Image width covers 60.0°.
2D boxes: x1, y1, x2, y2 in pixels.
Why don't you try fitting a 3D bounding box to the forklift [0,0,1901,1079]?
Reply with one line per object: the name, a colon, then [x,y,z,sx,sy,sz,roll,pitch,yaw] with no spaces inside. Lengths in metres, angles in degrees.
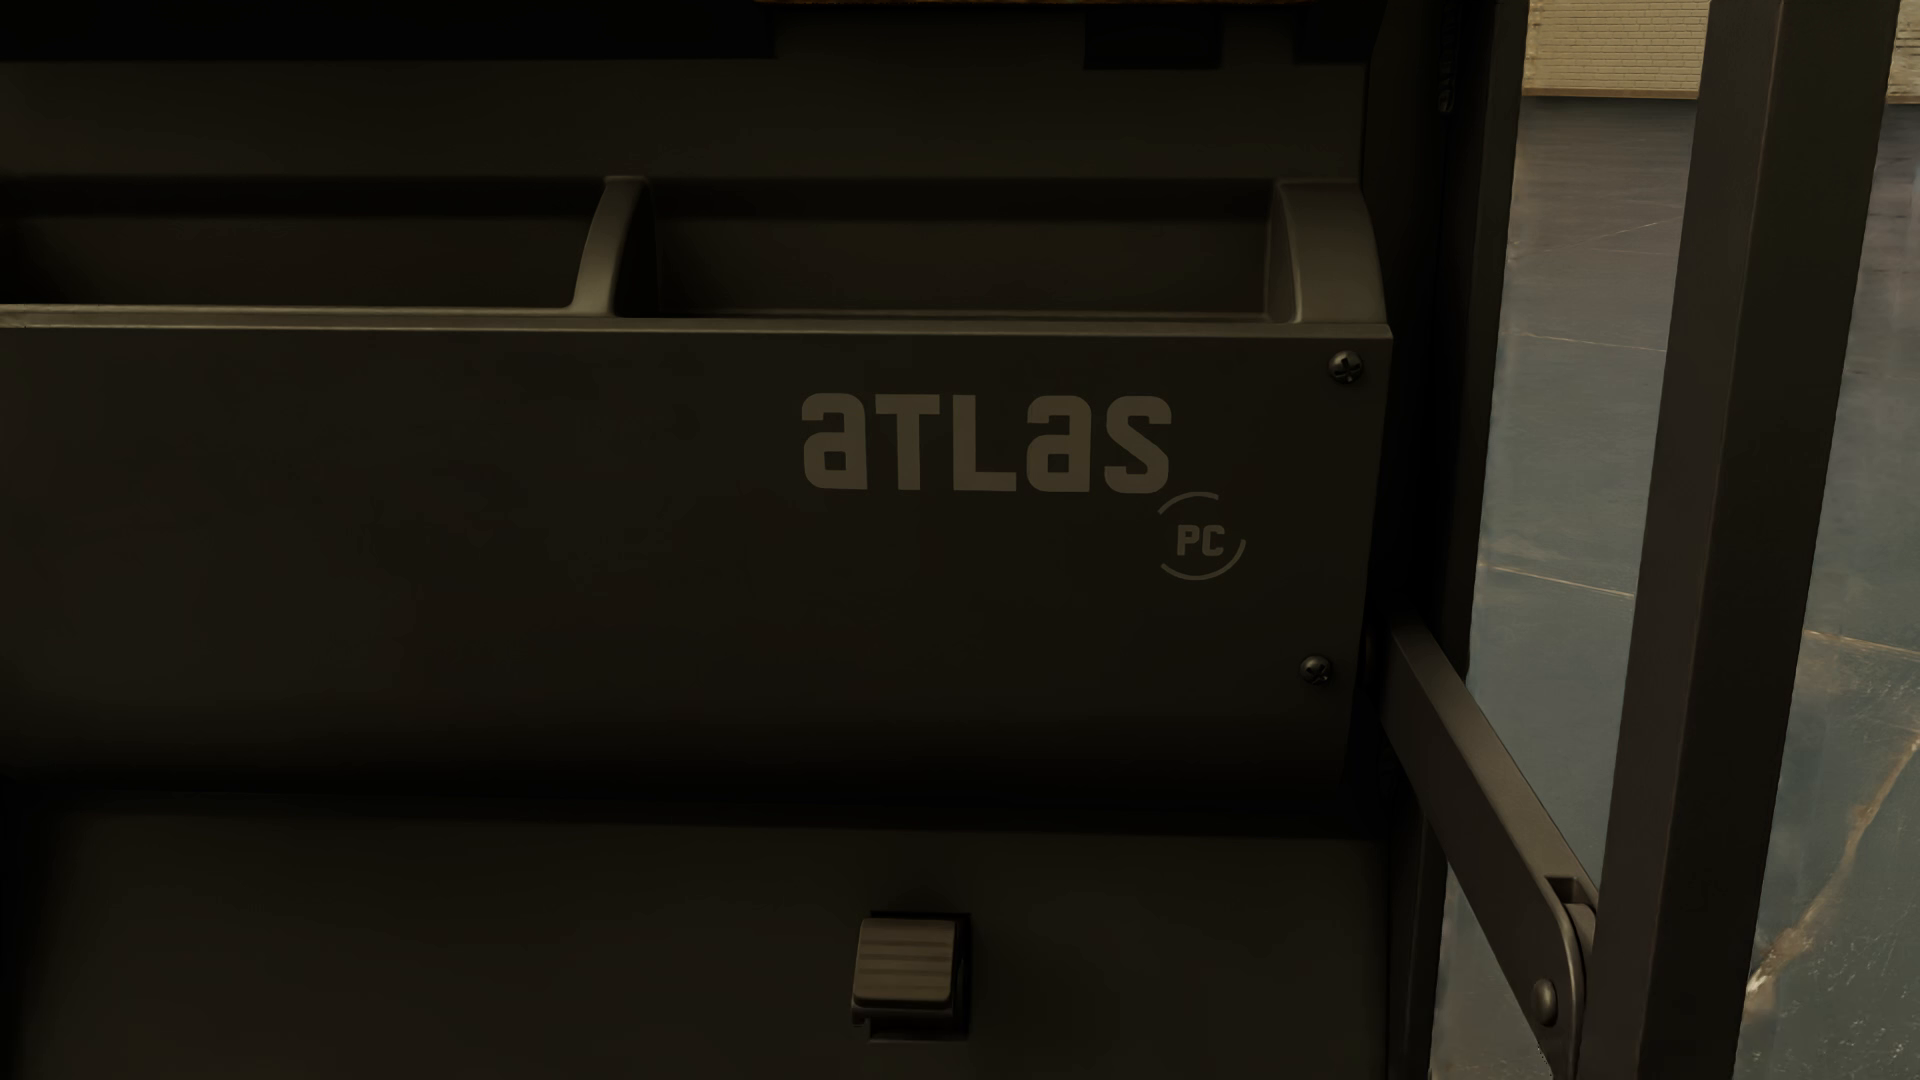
forklift: [-0.219,-0.549,0.705,1.130,2.935,3.031,1,17,3]
